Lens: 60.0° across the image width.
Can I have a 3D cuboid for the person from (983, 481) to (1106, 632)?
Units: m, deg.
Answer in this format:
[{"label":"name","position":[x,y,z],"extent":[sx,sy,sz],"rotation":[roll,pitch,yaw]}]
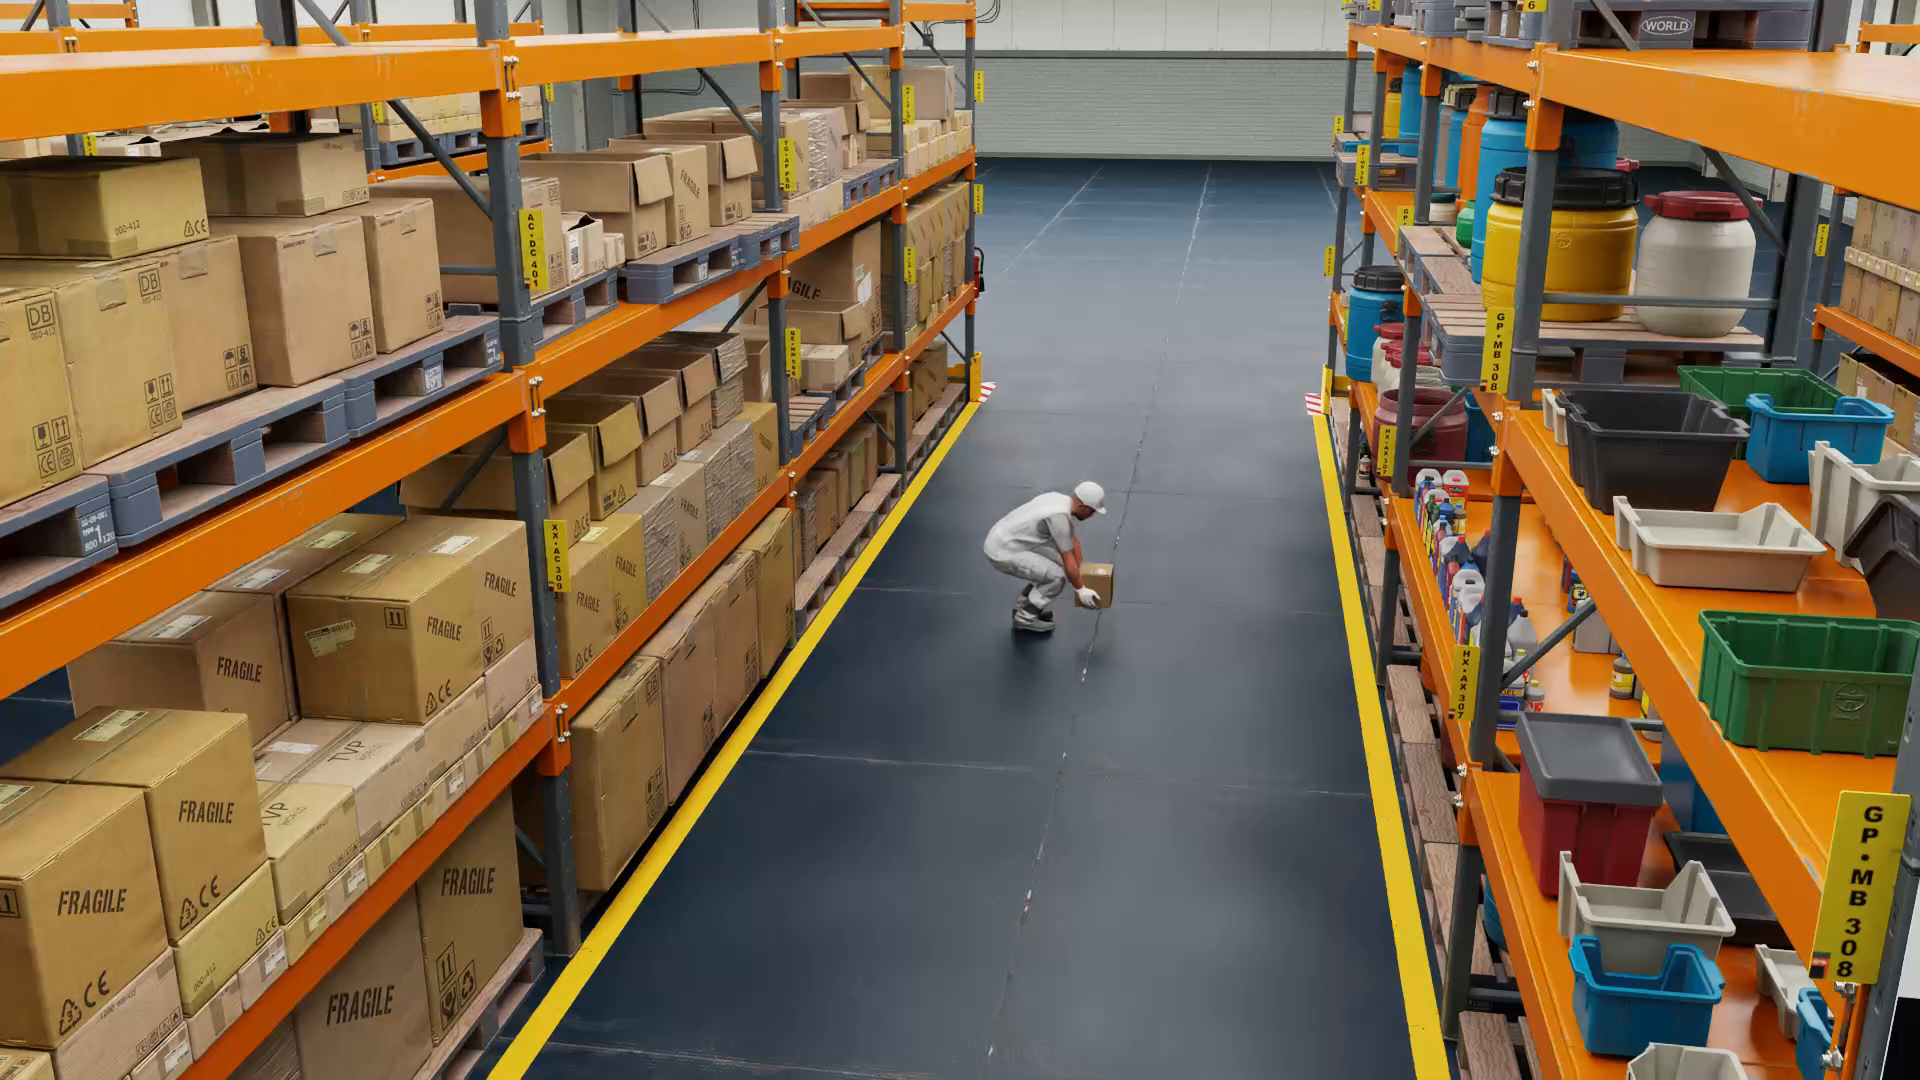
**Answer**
[{"label":"person","position":[0.603,0.094,11.902],"extent":[0.859,1.074,0.572],"rotation":[3,18,9]}]
